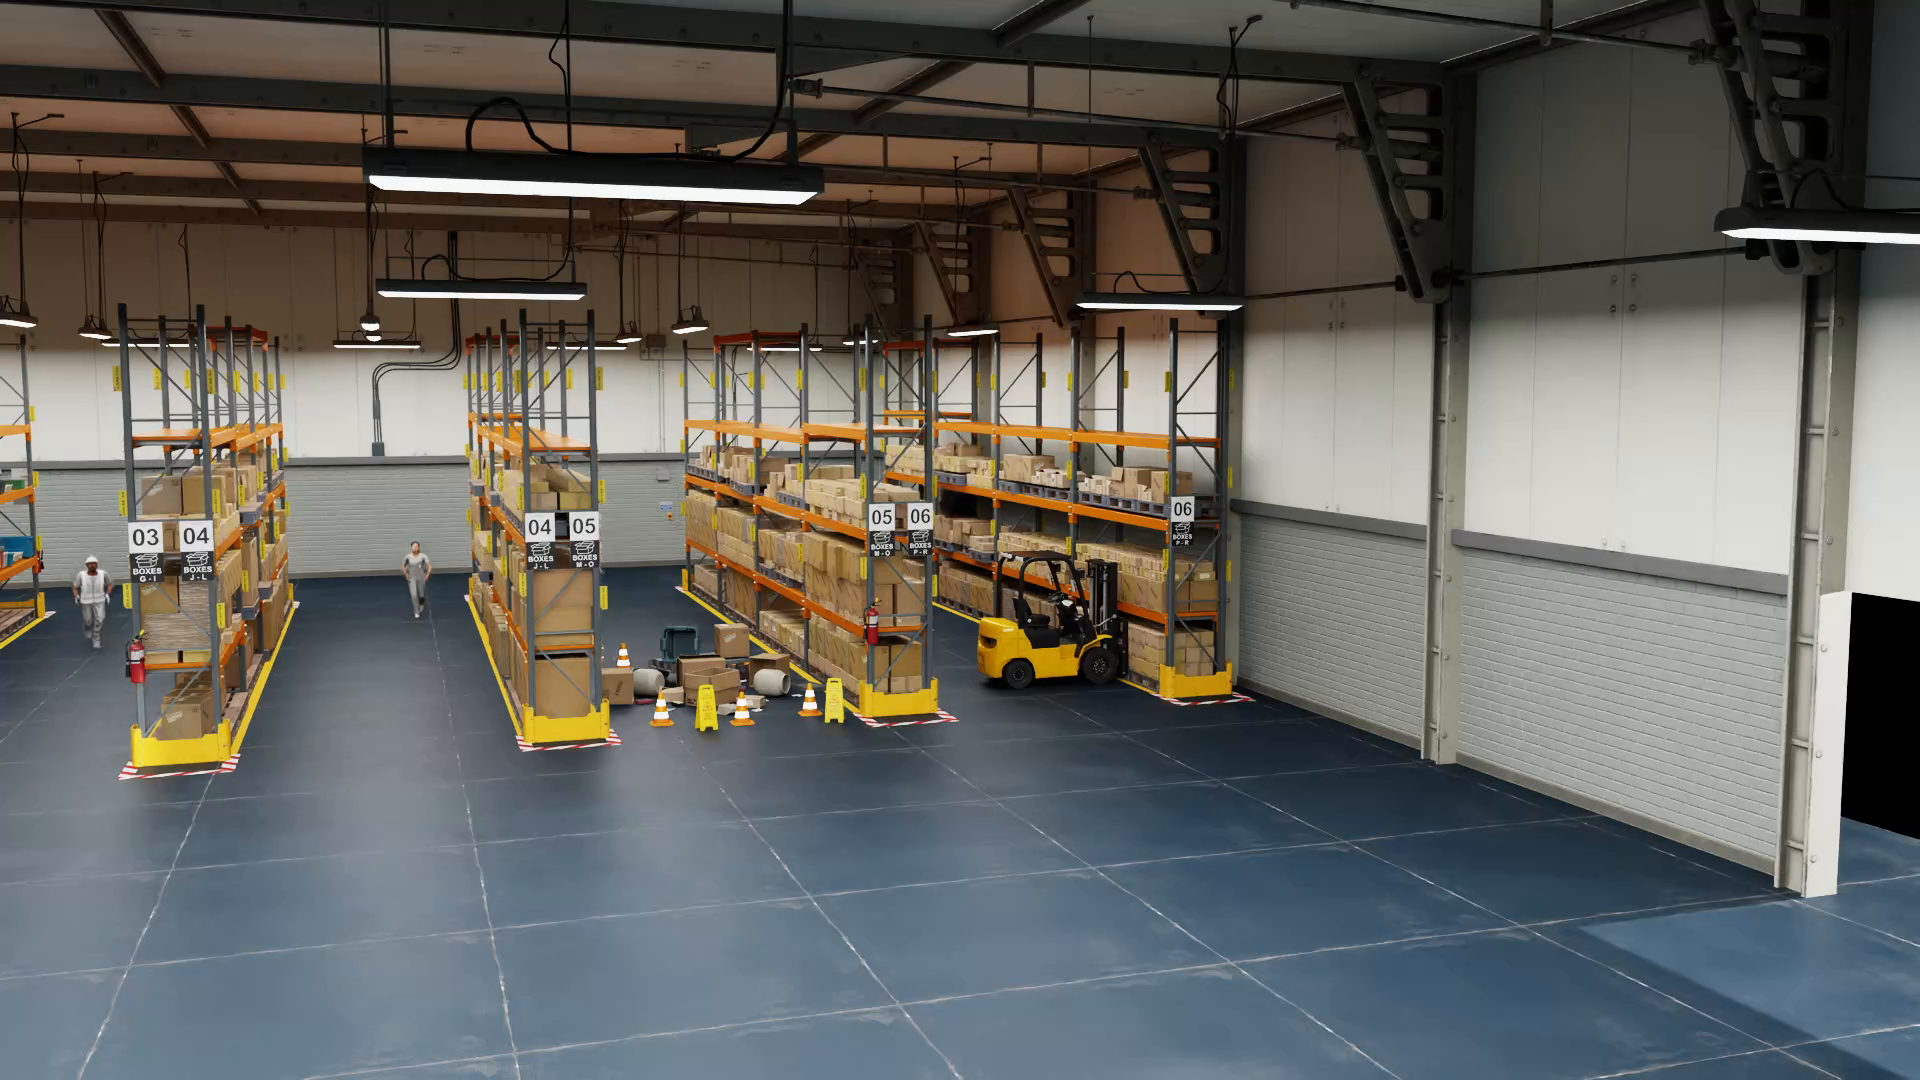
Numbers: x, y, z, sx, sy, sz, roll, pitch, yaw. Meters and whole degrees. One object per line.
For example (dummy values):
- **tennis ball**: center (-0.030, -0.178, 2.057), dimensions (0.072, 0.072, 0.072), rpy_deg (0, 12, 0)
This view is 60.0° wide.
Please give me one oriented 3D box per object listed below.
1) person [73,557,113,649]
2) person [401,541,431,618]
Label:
- **person**: center (-16.368, 1.165, 31.415), dimensions (0.669, 1.733, 0.695), rpy_deg (-3, 6, -32)
- **person**: center (-11.573, 0.830, 35.416), dimensions (0.603, 1.625, 0.668), rpy_deg (-2, 6, -17)
